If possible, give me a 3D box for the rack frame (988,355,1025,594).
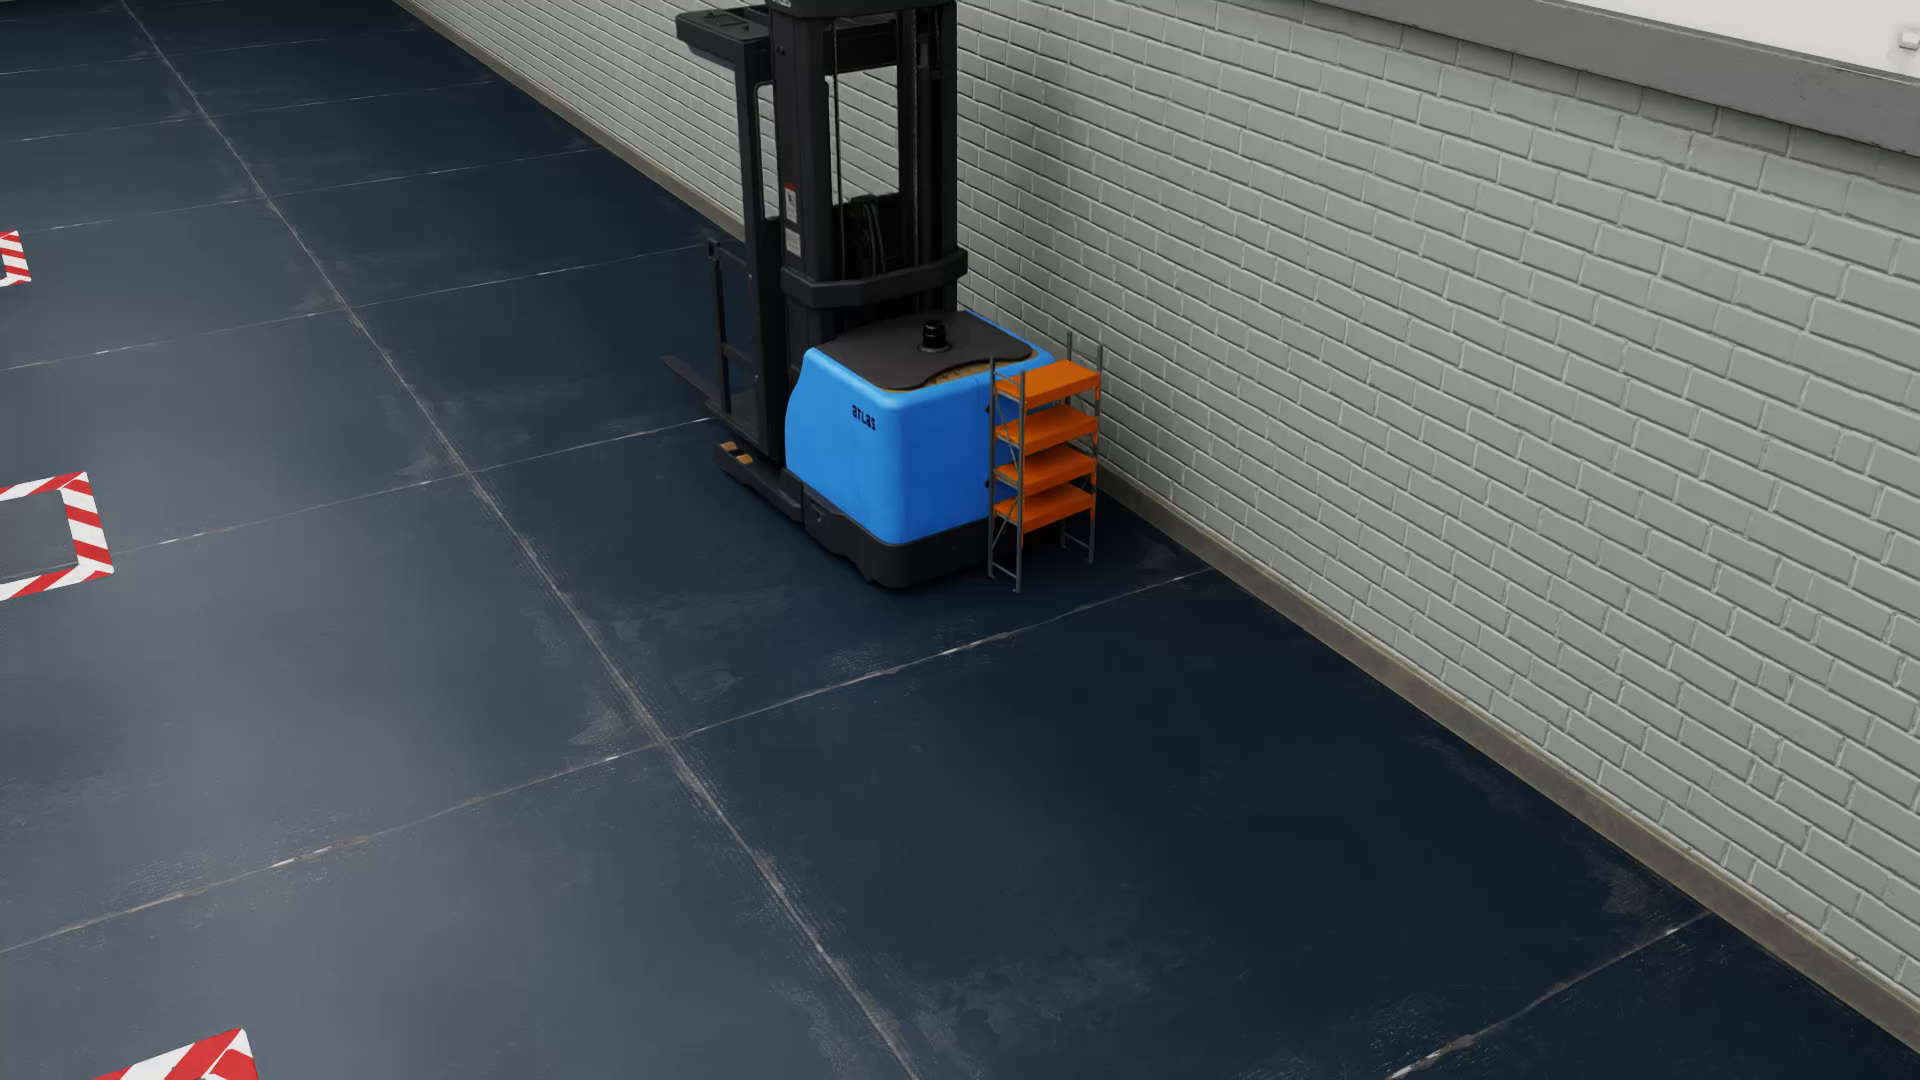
[{"bbox_3d":[0.222,-0.302,8.056,0.015,1.200,0.240,-21,35,-33],"label":"rack frame"}]

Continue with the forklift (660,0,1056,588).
[{"bbox_3d":[-0.748,-1.713,8.820,1.130,2.935,3.031,-18,34,-29],"label":"forklift"}]

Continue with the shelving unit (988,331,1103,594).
[{"bbox_3d":[0.413,-0.376,8.189,0.503,1.200,0.258,-21,35,-33],"label":"shelving unit"}]

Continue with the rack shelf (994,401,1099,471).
[{"bbox_3d":[0.413,-0.513,8.113,0.480,0.148,0.258,-21,35,-33],"label":"rack shelf"}]

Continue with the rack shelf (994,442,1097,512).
[{"bbox_3d":[0.413,-0.317,8.221,0.480,0.148,0.258,-21,35,-33],"label":"rack shelf"}]

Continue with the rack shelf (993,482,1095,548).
[{"bbox_3d":[0.413,-0.143,8.317,0.480,0.148,0.258,-21,35,-33],"label":"rack shelf"}]

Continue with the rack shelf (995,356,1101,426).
[{"bbox_3d":[0.413,-0.720,7.999,0.480,0.148,0.258,-21,35,-33],"label":"rack shelf"}]

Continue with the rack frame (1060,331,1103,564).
[{"bbox_3d":[0.604,-0.449,8.322,0.015,1.200,0.240,-21,35,-33],"label":"rack frame"}]
